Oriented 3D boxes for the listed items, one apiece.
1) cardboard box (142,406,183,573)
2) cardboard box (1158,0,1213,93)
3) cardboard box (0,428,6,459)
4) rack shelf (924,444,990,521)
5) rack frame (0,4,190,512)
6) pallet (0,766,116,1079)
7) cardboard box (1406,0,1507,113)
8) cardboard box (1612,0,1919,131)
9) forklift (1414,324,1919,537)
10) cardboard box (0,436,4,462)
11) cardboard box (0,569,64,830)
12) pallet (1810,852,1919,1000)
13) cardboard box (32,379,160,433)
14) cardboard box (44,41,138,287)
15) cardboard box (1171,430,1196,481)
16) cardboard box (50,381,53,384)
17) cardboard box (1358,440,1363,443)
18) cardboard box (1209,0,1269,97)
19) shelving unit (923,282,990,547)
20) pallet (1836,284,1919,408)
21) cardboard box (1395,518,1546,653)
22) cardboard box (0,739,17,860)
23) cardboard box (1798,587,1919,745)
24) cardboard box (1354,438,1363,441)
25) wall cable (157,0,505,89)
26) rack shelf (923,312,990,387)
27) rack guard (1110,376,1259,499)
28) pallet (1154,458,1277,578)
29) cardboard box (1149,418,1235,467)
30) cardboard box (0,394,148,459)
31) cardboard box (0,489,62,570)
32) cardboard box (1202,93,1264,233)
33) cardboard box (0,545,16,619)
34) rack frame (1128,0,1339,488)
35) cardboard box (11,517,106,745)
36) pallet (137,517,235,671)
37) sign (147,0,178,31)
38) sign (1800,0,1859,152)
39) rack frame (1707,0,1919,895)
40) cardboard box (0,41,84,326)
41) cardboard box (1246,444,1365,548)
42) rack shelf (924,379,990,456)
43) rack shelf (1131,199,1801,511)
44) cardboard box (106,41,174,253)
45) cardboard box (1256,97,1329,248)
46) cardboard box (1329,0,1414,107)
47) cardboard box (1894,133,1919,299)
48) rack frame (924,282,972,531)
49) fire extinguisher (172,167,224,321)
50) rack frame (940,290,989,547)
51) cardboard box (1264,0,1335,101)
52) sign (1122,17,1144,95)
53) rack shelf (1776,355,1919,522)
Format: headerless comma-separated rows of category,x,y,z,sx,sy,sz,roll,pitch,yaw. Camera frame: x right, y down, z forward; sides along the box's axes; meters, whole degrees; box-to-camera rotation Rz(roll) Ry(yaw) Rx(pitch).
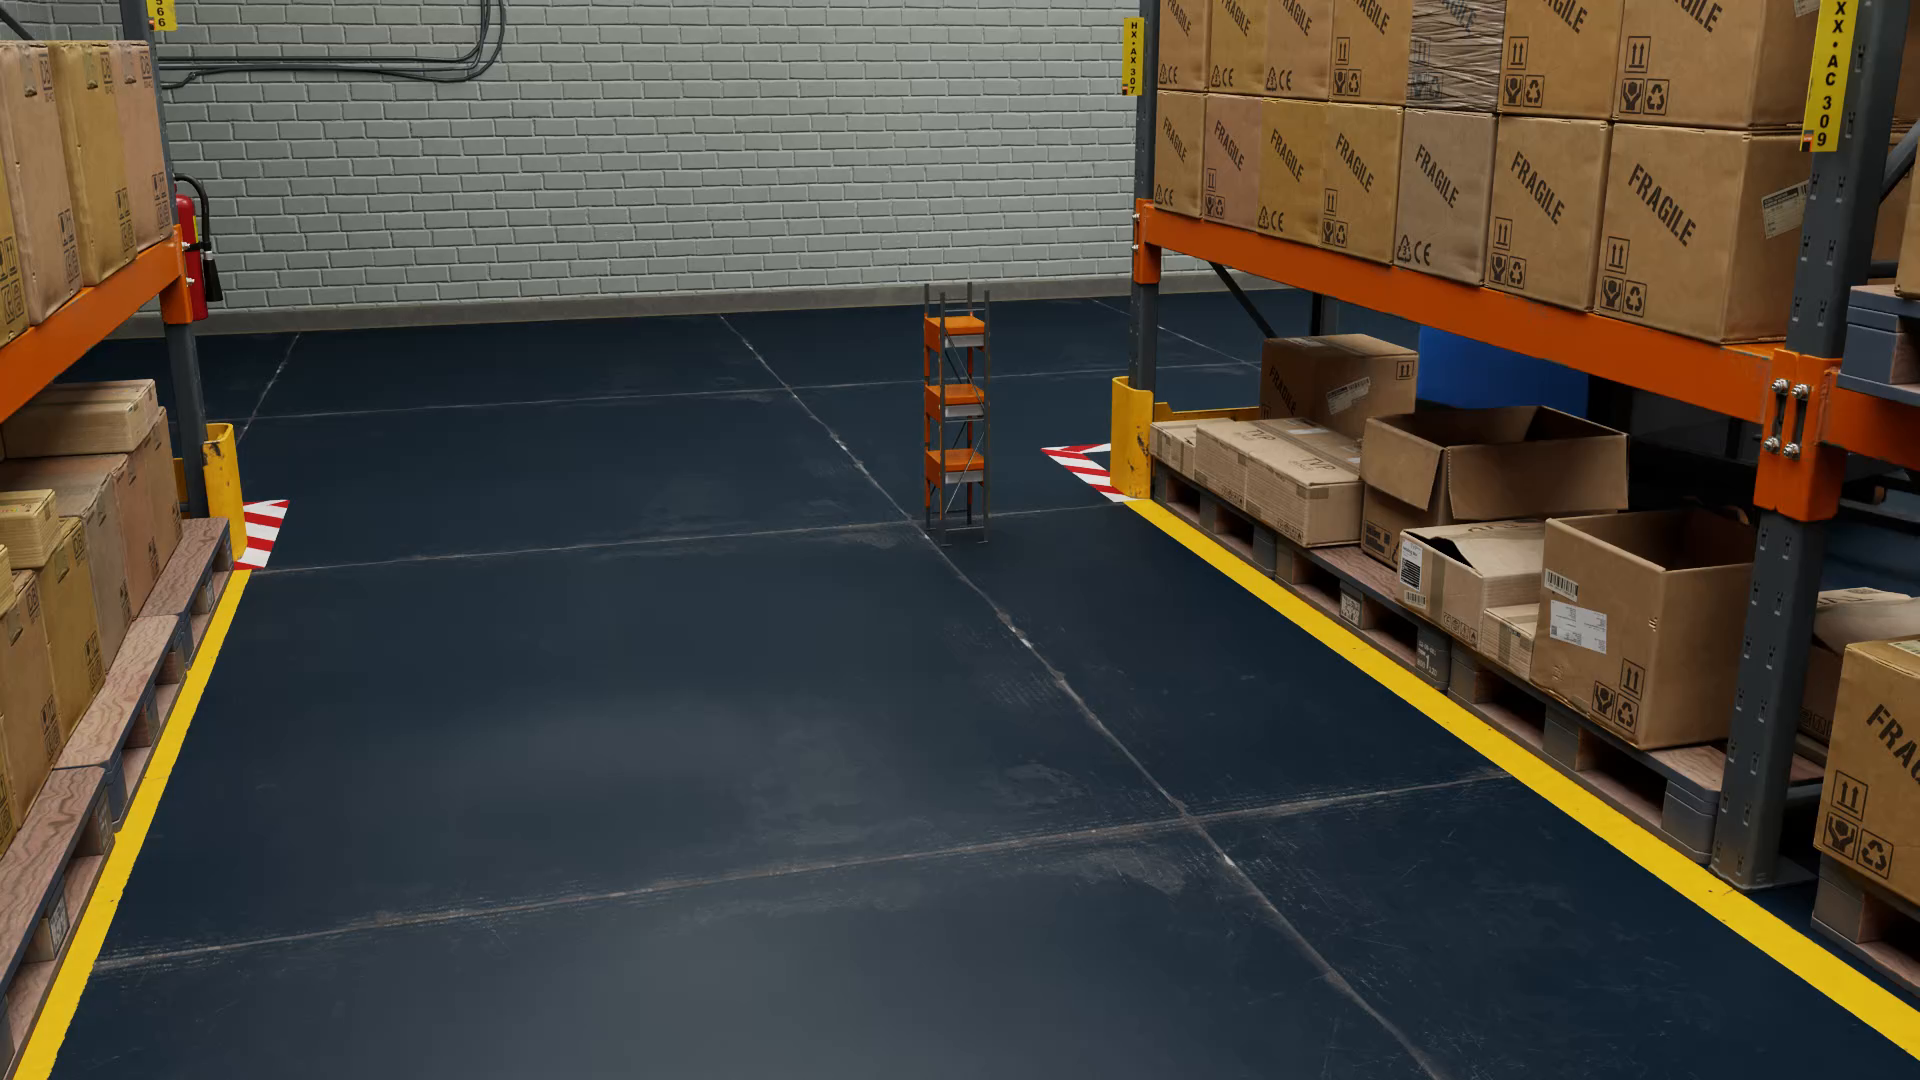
cardboard box,-3.196,-0.158,5.879,0.700,0.500,0.500,-5,17,-15
cardboard box,1.146,-2.115,6.869,0.500,0.500,0.500,-4,17,-14
cardboard box,-3.282,-0.347,5.382,0.380,0.149,0.250,-5,17,-15
rack shelf,-0.015,-0.241,6.933,0.215,0.259,0.240,-5,17,-15
rack frame,-3.481,-1.340,6.199,0.949,2.616,0.053,-5,17,-15
pallet,-2.519,0.886,3.636,1.003,0.211,1.213,-5,17,-15
cardboard box,1.707,-1.553,4.996,0.500,0.500,0.500,-5,17,-15
cardboard box,1.989,-1.272,4.061,0.500,0.500,0.500,-5,17,-15
forklift,3.449,-1.537,6.975,1.130,2.935,3.031,-10,20,-31
cardboard box,-3.214,-0.278,5.151,0.380,0.149,0.250,-5,17,-15
cardboard box,-2.627,0.409,3.993,0.700,0.500,0.500,-5,17,-16
pallet,2.637,0.932,3.484,1.003,0.211,1.213,-5,17,-15
cardboard box,-2.985,-0.447,5.715,0.380,0.149,0.250,-5,17,-16
cardboard box,-3.124,-1.143,5.021,0.980,0.700,0.700,-5,17,-16
cardboard box,1.131,-0.374,7.143,0.380,0.166,0.250,-5,17,-15
cardboard box,-3.422,-0.487,5.848,0.380,0.149,0.250,-5,17,-15
cardboard box,1.896,-0.230,6.519,0.500,0.250,0.500,-5,17,-15
cardboard box,1.297,-1.971,6.389,0.500,0.500,0.500,-5,17,-15
shelving unit,-0.015,-0.518,6.850,0.215,1.050,0.252,-5,17,-15
pallet,2.492,-0.304,3.085,1.003,0.211,1.213,-5,17,-15
cardboard box,1.742,0.108,5.286,0.500,0.311,0.500,-5,17,-15
cardboard box,-2.492,0.548,3.529,0.700,0.500,0.500,-4,17,-15
cardboard box,2.470,0.318,4.589,0.500,0.311,0.500,-5,17,-15
cardboard box,1.689,-0.336,7.017,0.380,0.166,0.250,-5,17,-15
wall cable,-4.695,-4.318,11.084,3.097,2.526,0.112,-5,17,-15
rack shelf,-0.015,-0.779,6.772,0.215,0.259,0.240,-5,17,-15
rack guard,1.299,-0.514,7.795,1.175,0.500,0.348,-5,17,-15
pallet,1.519,-0.155,7.102,1.003,0.211,1.213,-5,17,-15
cardboard box,1.062,-0.435,7.376,0.380,0.149,0.250,-5,17,-15
cardboard box,-2.914,-0.377,5.480,0.380,0.149,0.250,-4,17,-14
cardboard box,-2.554,-0.016,4.280,0.380,0.149,0.250,-5,17,-17
cardboard box,1.293,-1.494,6.539,0.500,0.500,0.500,-5,17,-16
cardboard box,-2.411,0.128,3.799,0.380,0.149,0.250,-4,17,-13
rack frame,1.278,-1.732,7.505,1.000,3.000,0.127,-5,17,-15
cardboard box,-2.766,0.266,4.466,0.700,0.500,0.500,-4,17,-14
pallet,-3.189,0.211,5.883,1.003,0.211,1.213,-5,17,-15
sign,-2.959,-2.047,6.127,0.100,0.325,0.005,-5,17,-15
sign,1.857,-0.995,3.547,0.100,0.325,0.005,-5,17,-15
rack frame,2.377,-0.626,3.822,1.000,3.000,0.127,-5,17,-15
cardboard box,-2.923,-0.931,4.316,0.980,0.700,0.700,-6,18,-18
cardboard box,1.429,-0.177,6.341,0.500,0.250,0.500,-5,17,-15
rack shelf,-0.015,-0.507,6.853,0.215,0.259,0.240,-5,17,-15
rack shelf,1.827,-0.835,5.767,1.077,0.370,4.000,-5,17,-15
cardboard box,-3.334,-1.343,5.688,0.980,0.700,0.700,-4,17,-13
cardboard box,1.428,-1.355,6.076,0.500,0.500,0.500,-5,17,-15
cardboard box,1.570,-1.692,5.460,0.500,0.500,0.500,-5,17,-16
cardboard box,2.292,-0.726,3.252,0.700,0.500,0.500,-12,20,-34
rack frame,-0.048,-0.551,6.963,0.200,1.050,0.008,-5,17,-15
fire extinguisher,-3.082,-1.202,6.523,0.296,0.674,0.183,-5,17,-15
rack frame,0.019,-0.484,6.738,0.200,1.050,0.008,-5,17,-15
cardboard box,1.430,-1.833,5.927,0.500,0.500,0.500,-4,17,-14
sign,0.756,-2.104,7.238,0.100,0.325,0.005,-5,17,-15
rack shelf,2.927,0.272,2.084,1.077,0.370,4.000,-5,17,-15
